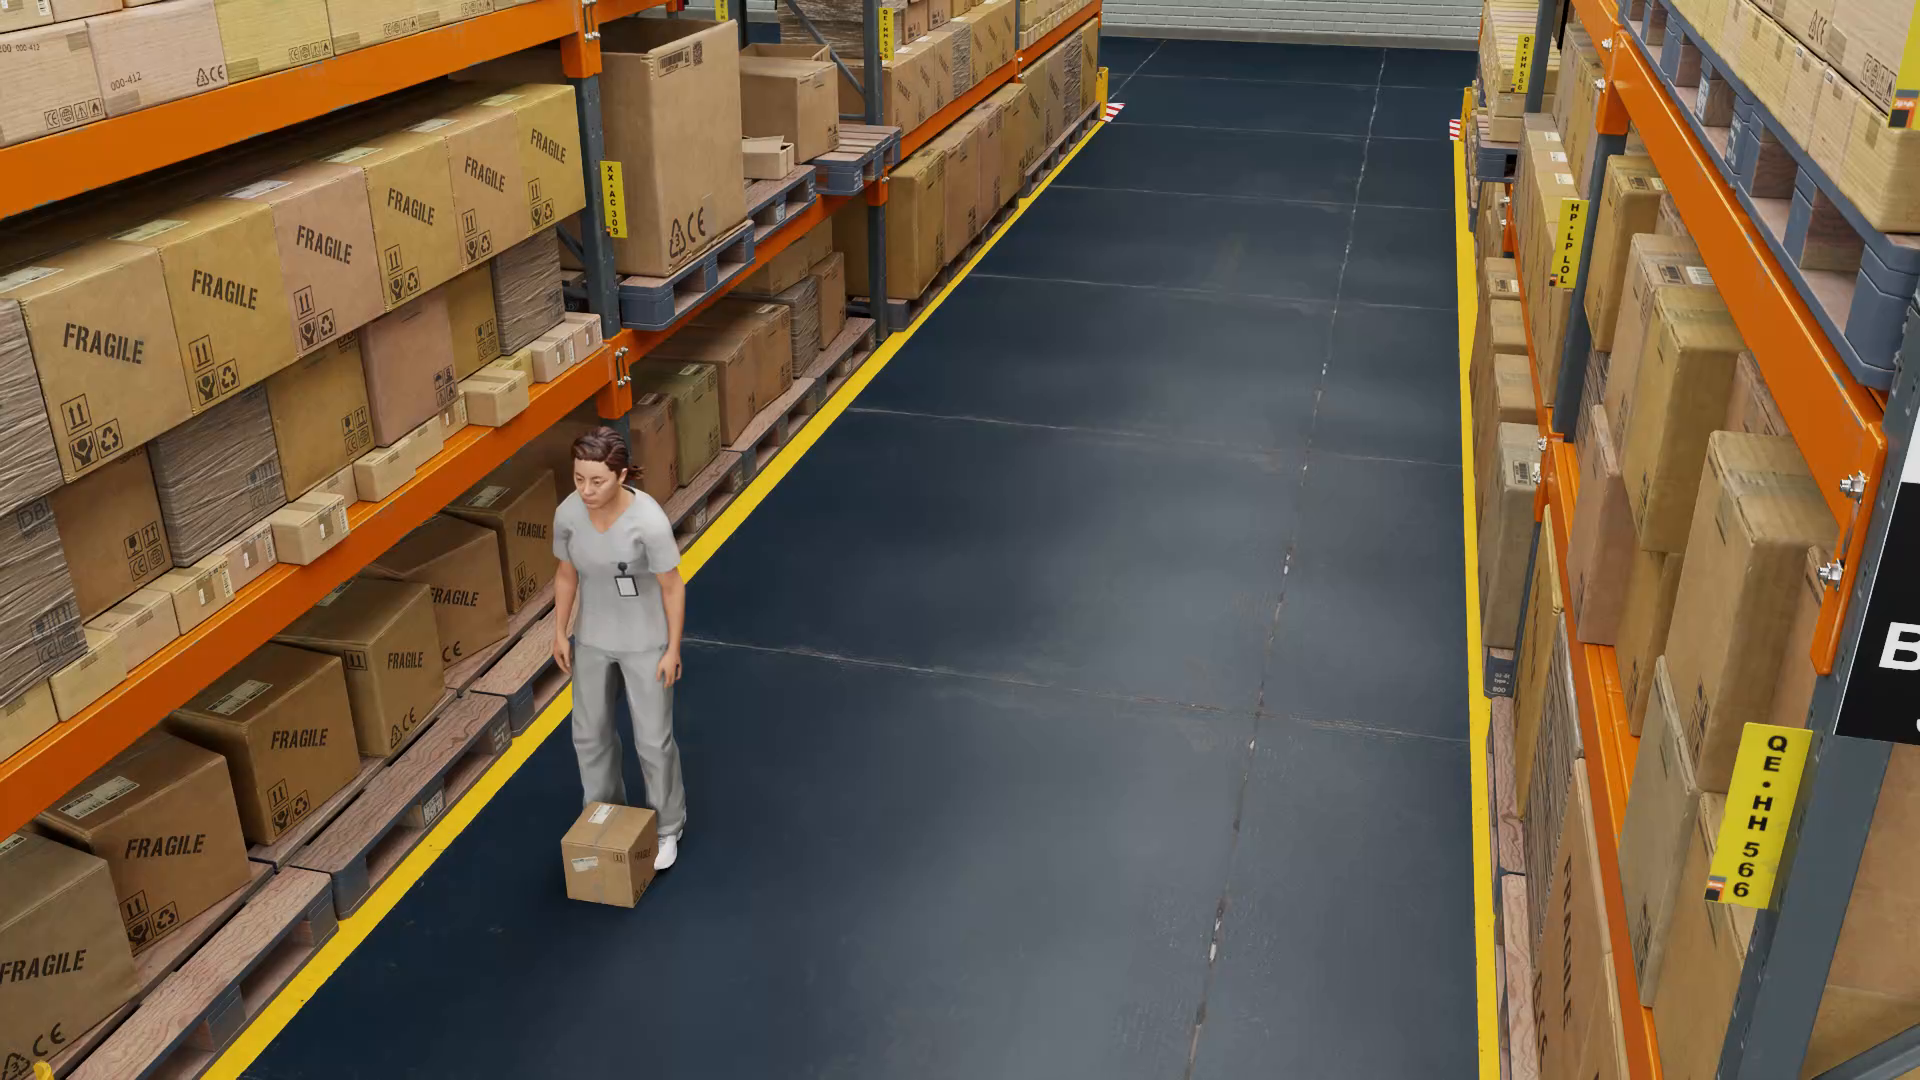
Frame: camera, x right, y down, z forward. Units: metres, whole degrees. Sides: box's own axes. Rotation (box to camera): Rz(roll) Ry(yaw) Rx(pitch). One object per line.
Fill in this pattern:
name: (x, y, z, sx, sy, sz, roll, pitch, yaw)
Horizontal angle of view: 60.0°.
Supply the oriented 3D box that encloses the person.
person: (-1.189, 0.371, 5.829, 0.487, 1.673, 0.357, 7, 26, 13)
